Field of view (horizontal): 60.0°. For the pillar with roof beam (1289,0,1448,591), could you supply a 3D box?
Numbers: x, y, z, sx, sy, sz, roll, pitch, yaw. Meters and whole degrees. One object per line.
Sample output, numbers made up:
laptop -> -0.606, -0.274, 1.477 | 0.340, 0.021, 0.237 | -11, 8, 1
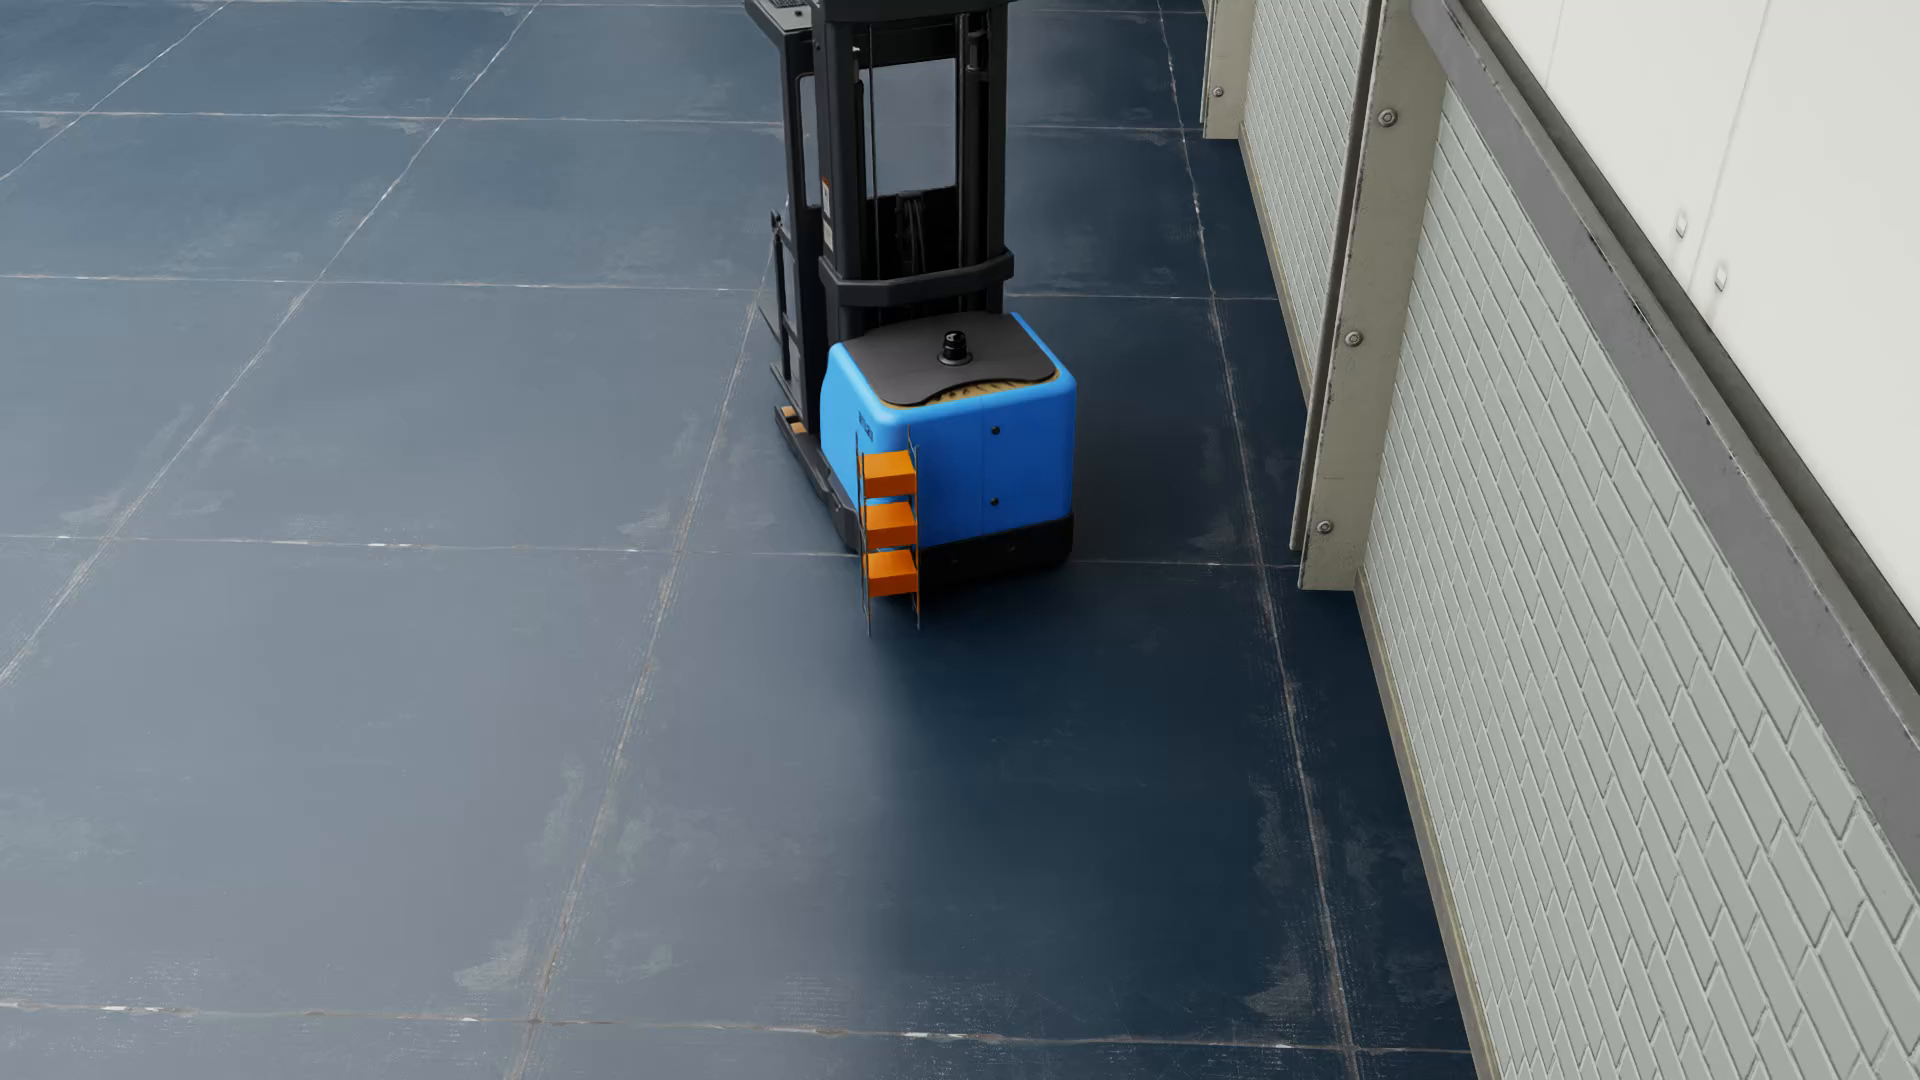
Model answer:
pillar with roof beam -> -2.438, -3.645, 6.055 | 9.100, 9.000, 0.400 | 1, 35, 2

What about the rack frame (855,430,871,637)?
rack frame -> -0.455, -0.017, 7.807 | 0.008, 1.050, 0.200 | -7, 36, -10

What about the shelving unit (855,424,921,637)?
shelving unit -> -0.335, -0.032, 7.828 | 0.252, 1.050, 0.215 | -7, 36, -10

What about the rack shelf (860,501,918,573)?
rack shelf -> -0.335, -0.023, 7.834 | 0.240, 0.259, 0.215 | -7, 36, -10

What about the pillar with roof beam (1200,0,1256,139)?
pillar with roof beam -> -2.197, -7.092, 10.960 | 9.100, 9.000, 0.400 | 1, 35, 2

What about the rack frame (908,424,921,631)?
rack frame -> -0.216, -0.046, 7.849 | 0.008, 1.050, 0.200 | -7, 36, -10

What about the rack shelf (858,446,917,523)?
rack shelf -> -0.335, -0.255, 7.671 | 0.240, 0.259, 0.215 | -7, 36, -10

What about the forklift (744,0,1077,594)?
forklift -> -0.418, -1.776, 8.673 | 1.130, 2.935, 3.031 | -12, 37, -17

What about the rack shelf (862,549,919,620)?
rack shelf -> -0.335, 0.204, 7.994 | 0.240, 0.259, 0.215 | -7, 36, -10
